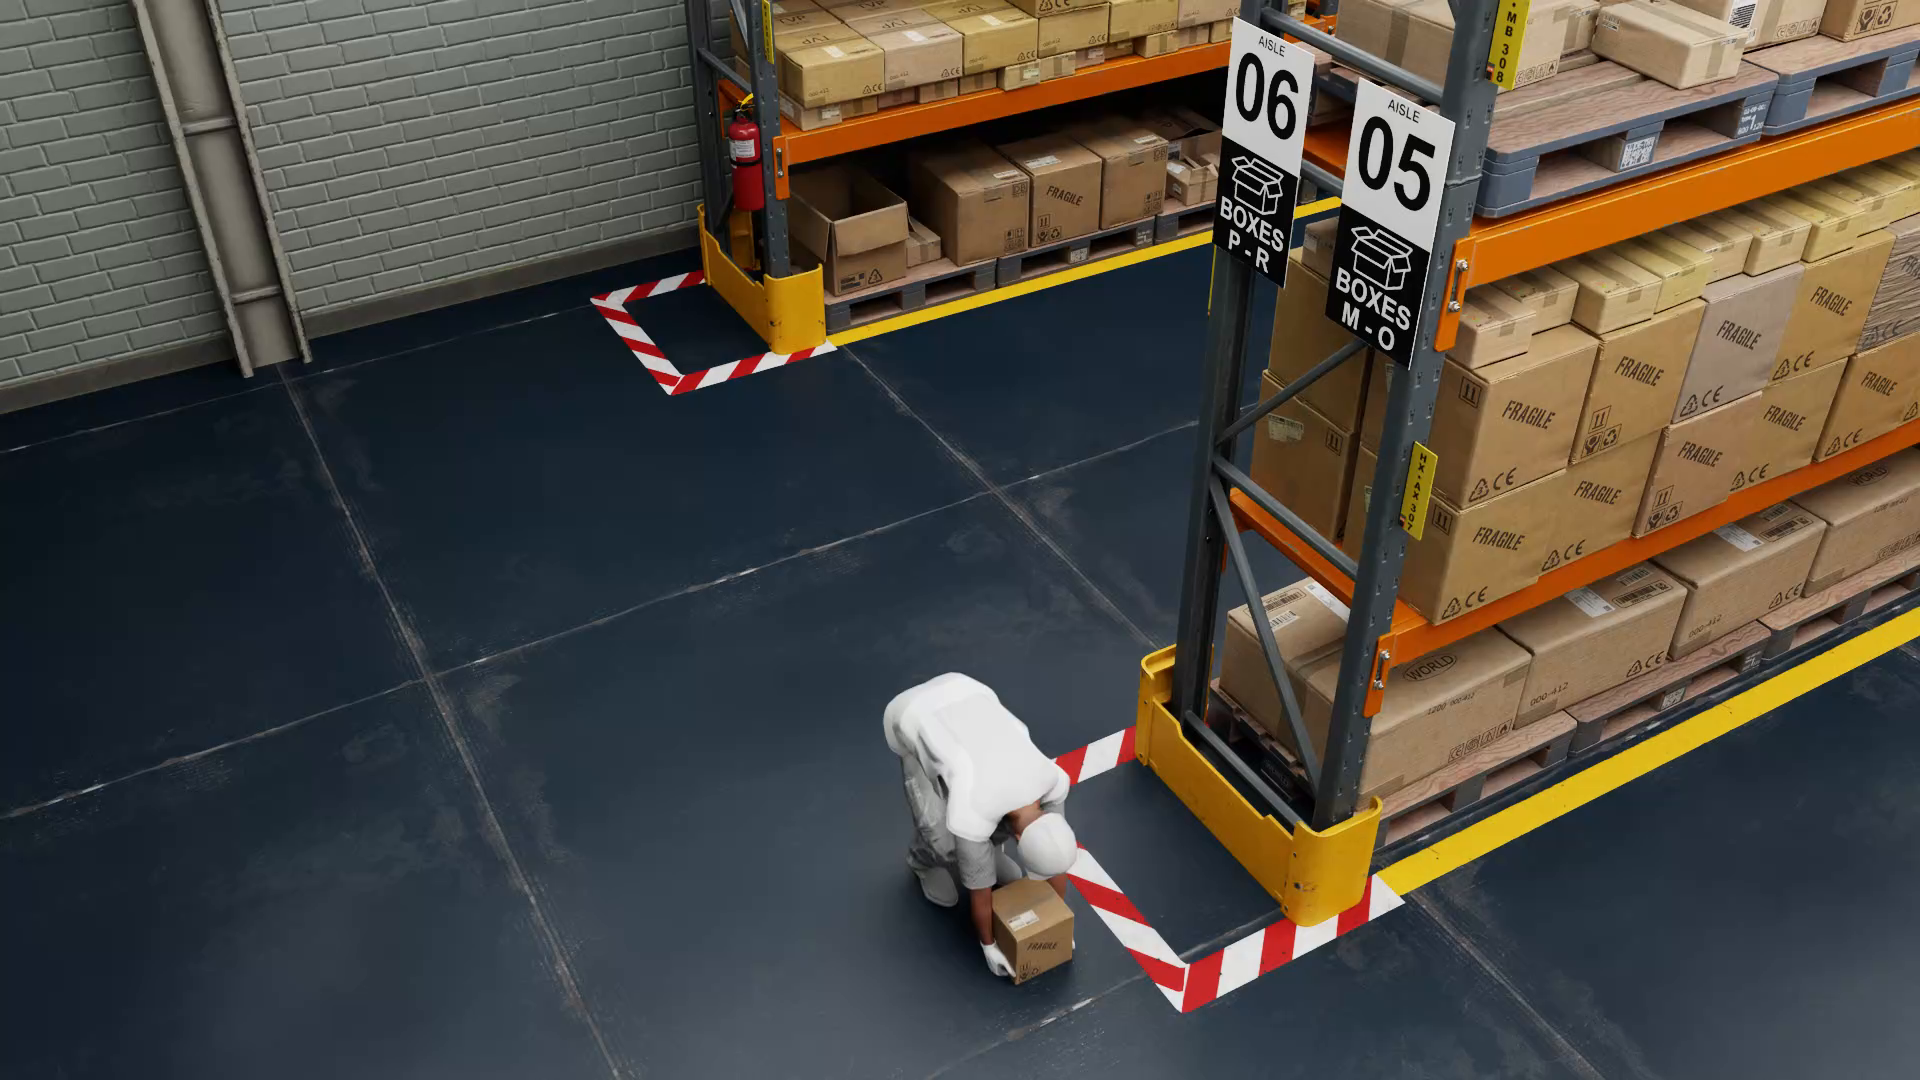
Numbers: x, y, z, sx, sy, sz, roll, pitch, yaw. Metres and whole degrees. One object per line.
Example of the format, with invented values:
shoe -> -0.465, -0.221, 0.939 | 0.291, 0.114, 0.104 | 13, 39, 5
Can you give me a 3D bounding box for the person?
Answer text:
person -> 0.011, 0.584, 6.128 | 0.590, 1.776, 0.434 | -20, 41, -25
